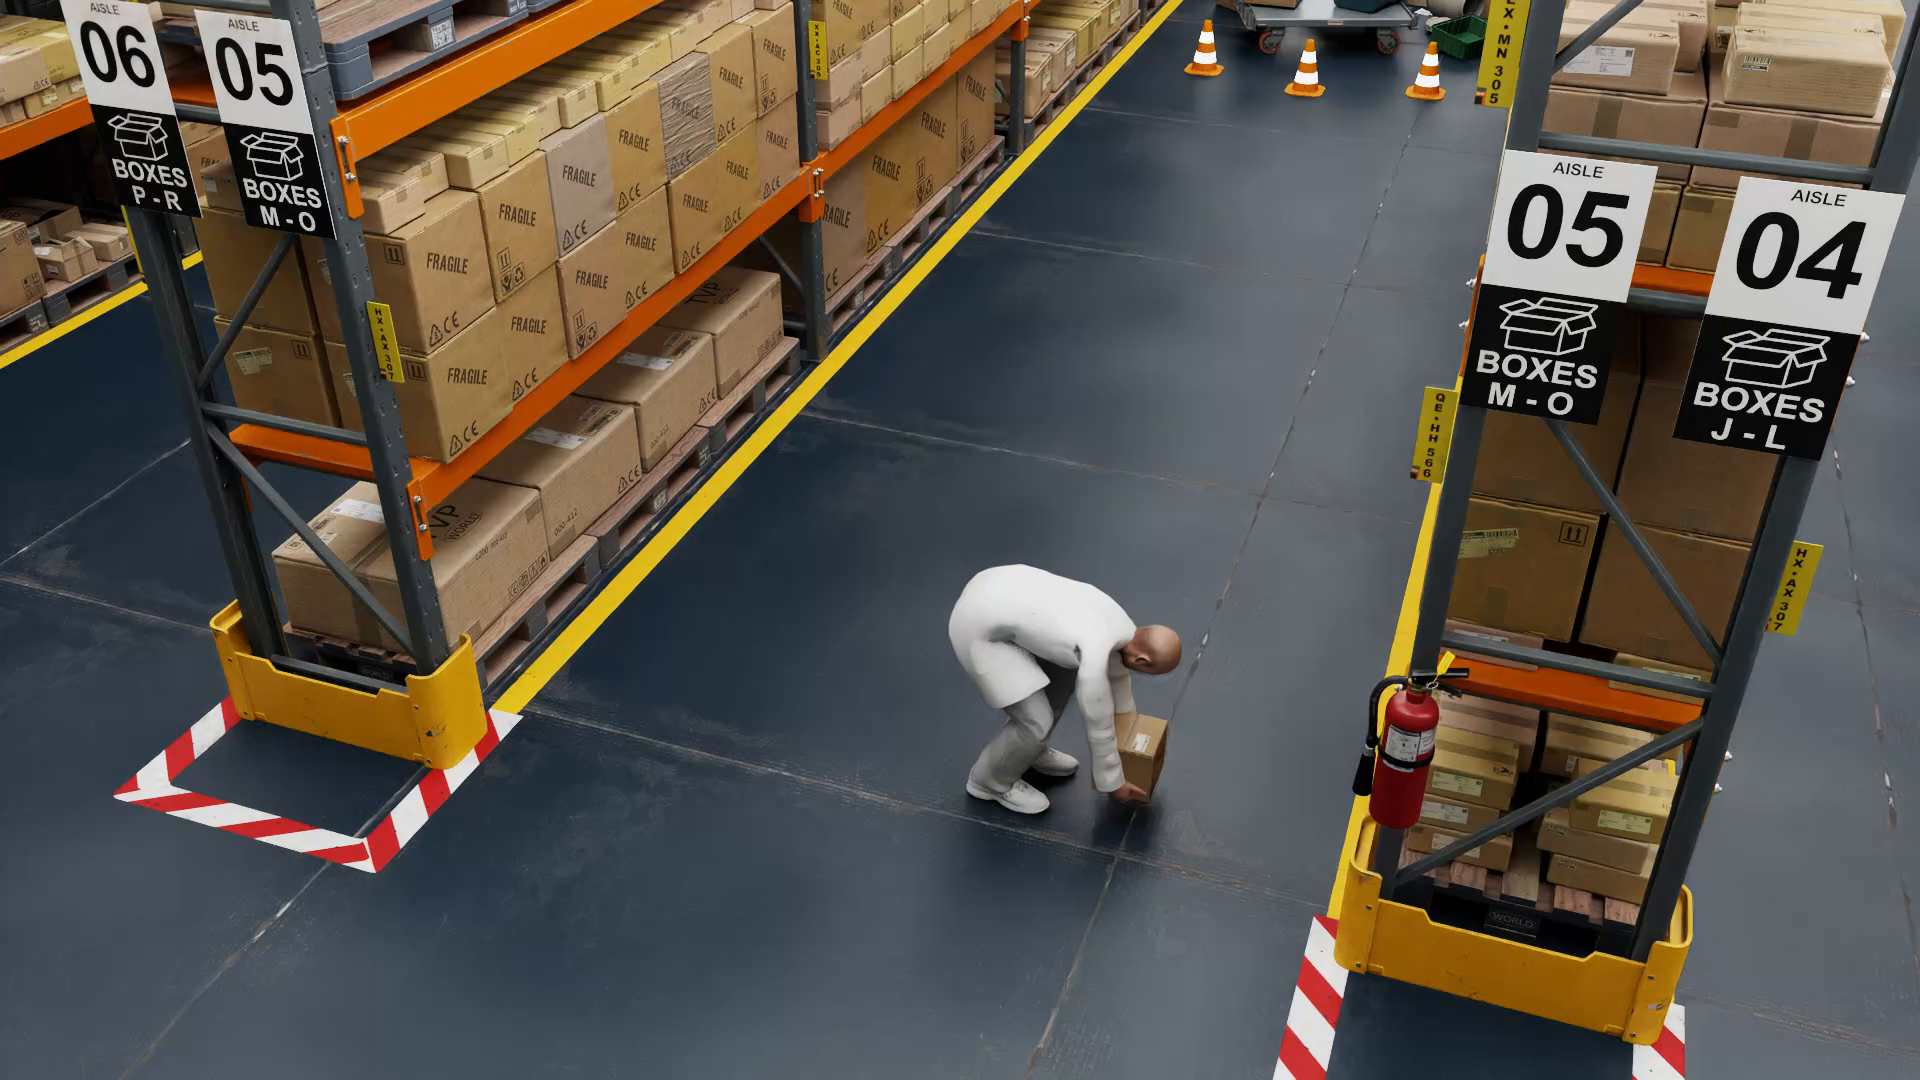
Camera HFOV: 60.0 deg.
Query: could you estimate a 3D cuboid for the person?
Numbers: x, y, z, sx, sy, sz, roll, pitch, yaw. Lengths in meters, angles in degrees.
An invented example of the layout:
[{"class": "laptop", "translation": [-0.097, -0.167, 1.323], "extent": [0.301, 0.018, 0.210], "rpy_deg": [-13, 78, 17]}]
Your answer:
[{"class": "person", "translation": [7.796, -1.519, 10.164], "extent": [12.725, 1.064, 12.466], "rpy_deg": [9, 34, 14]}]
